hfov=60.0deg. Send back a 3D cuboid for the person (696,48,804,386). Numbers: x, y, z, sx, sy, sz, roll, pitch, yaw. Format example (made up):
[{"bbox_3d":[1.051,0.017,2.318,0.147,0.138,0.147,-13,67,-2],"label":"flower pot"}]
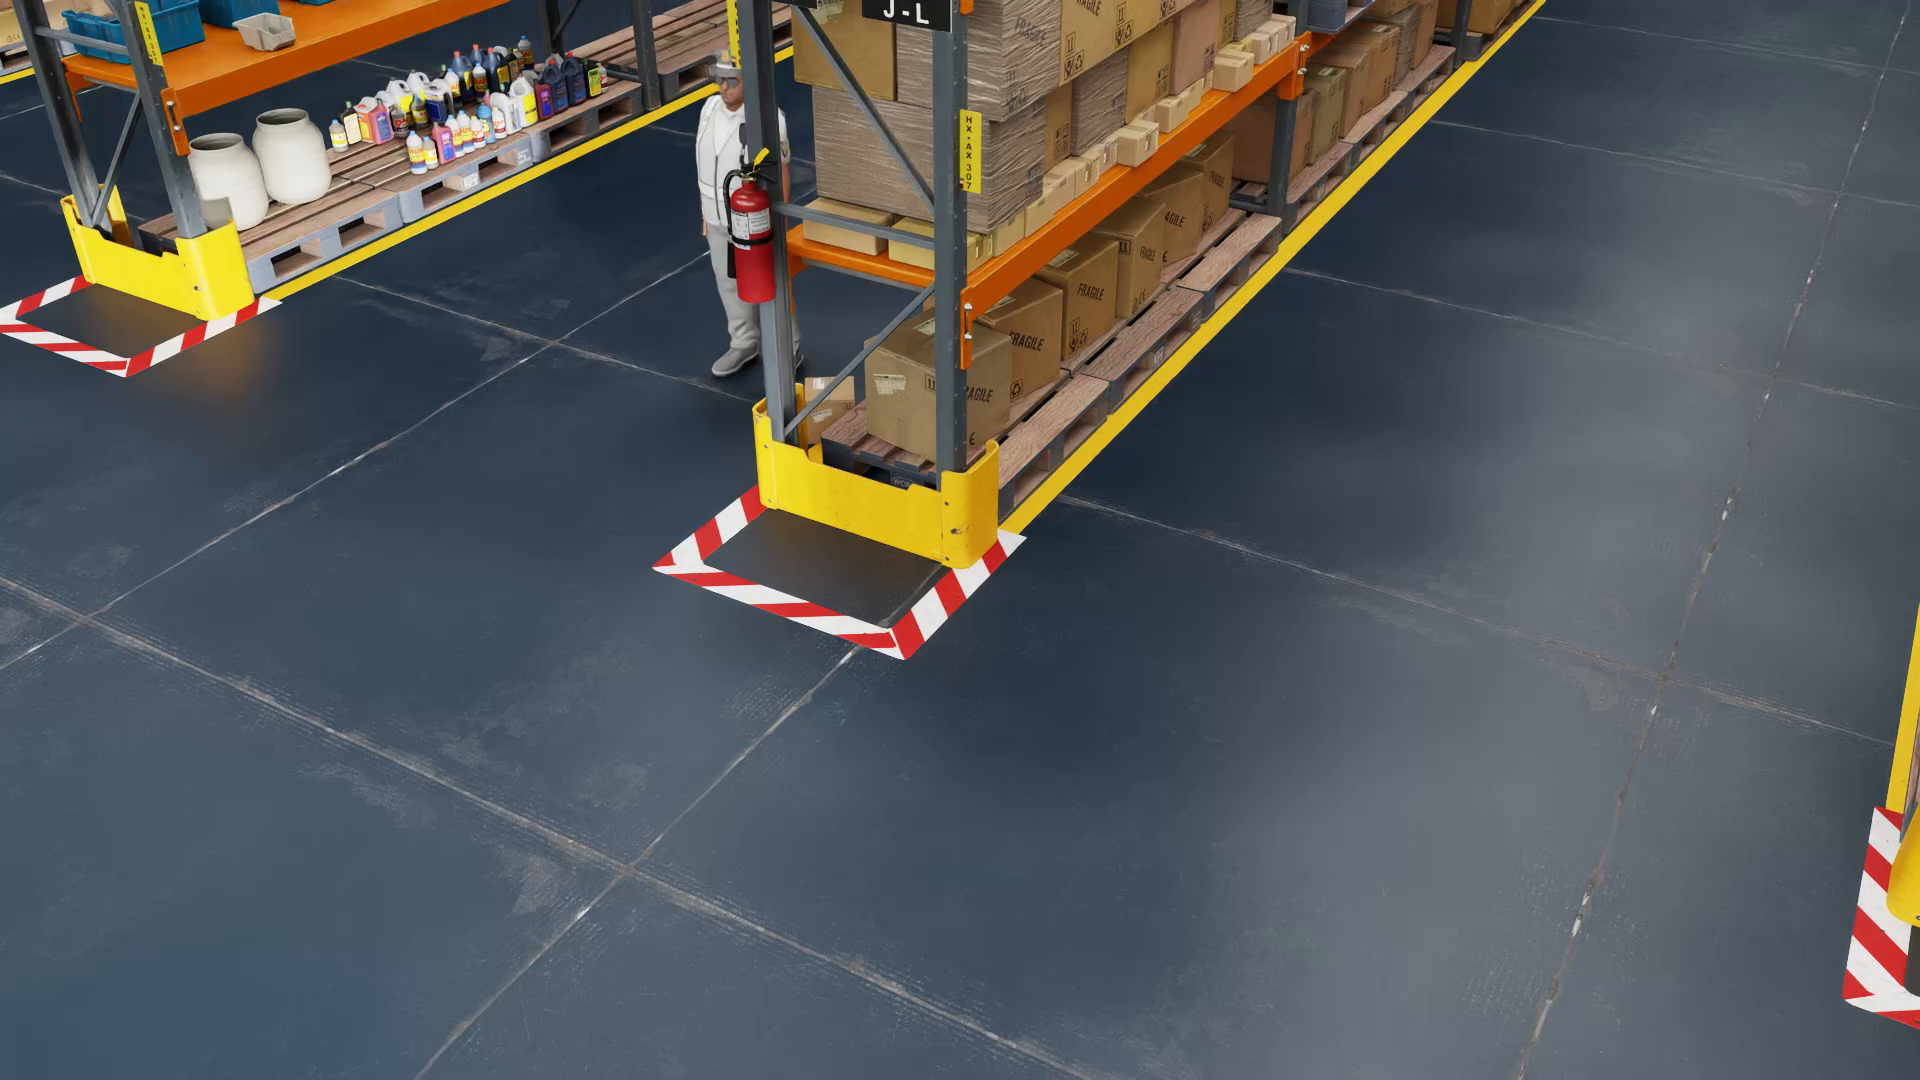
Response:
[{"bbox_3d":[-1.121,-1.667,8.615,0.533,1.791,0.393,18,38,25],"label":"person"}]
